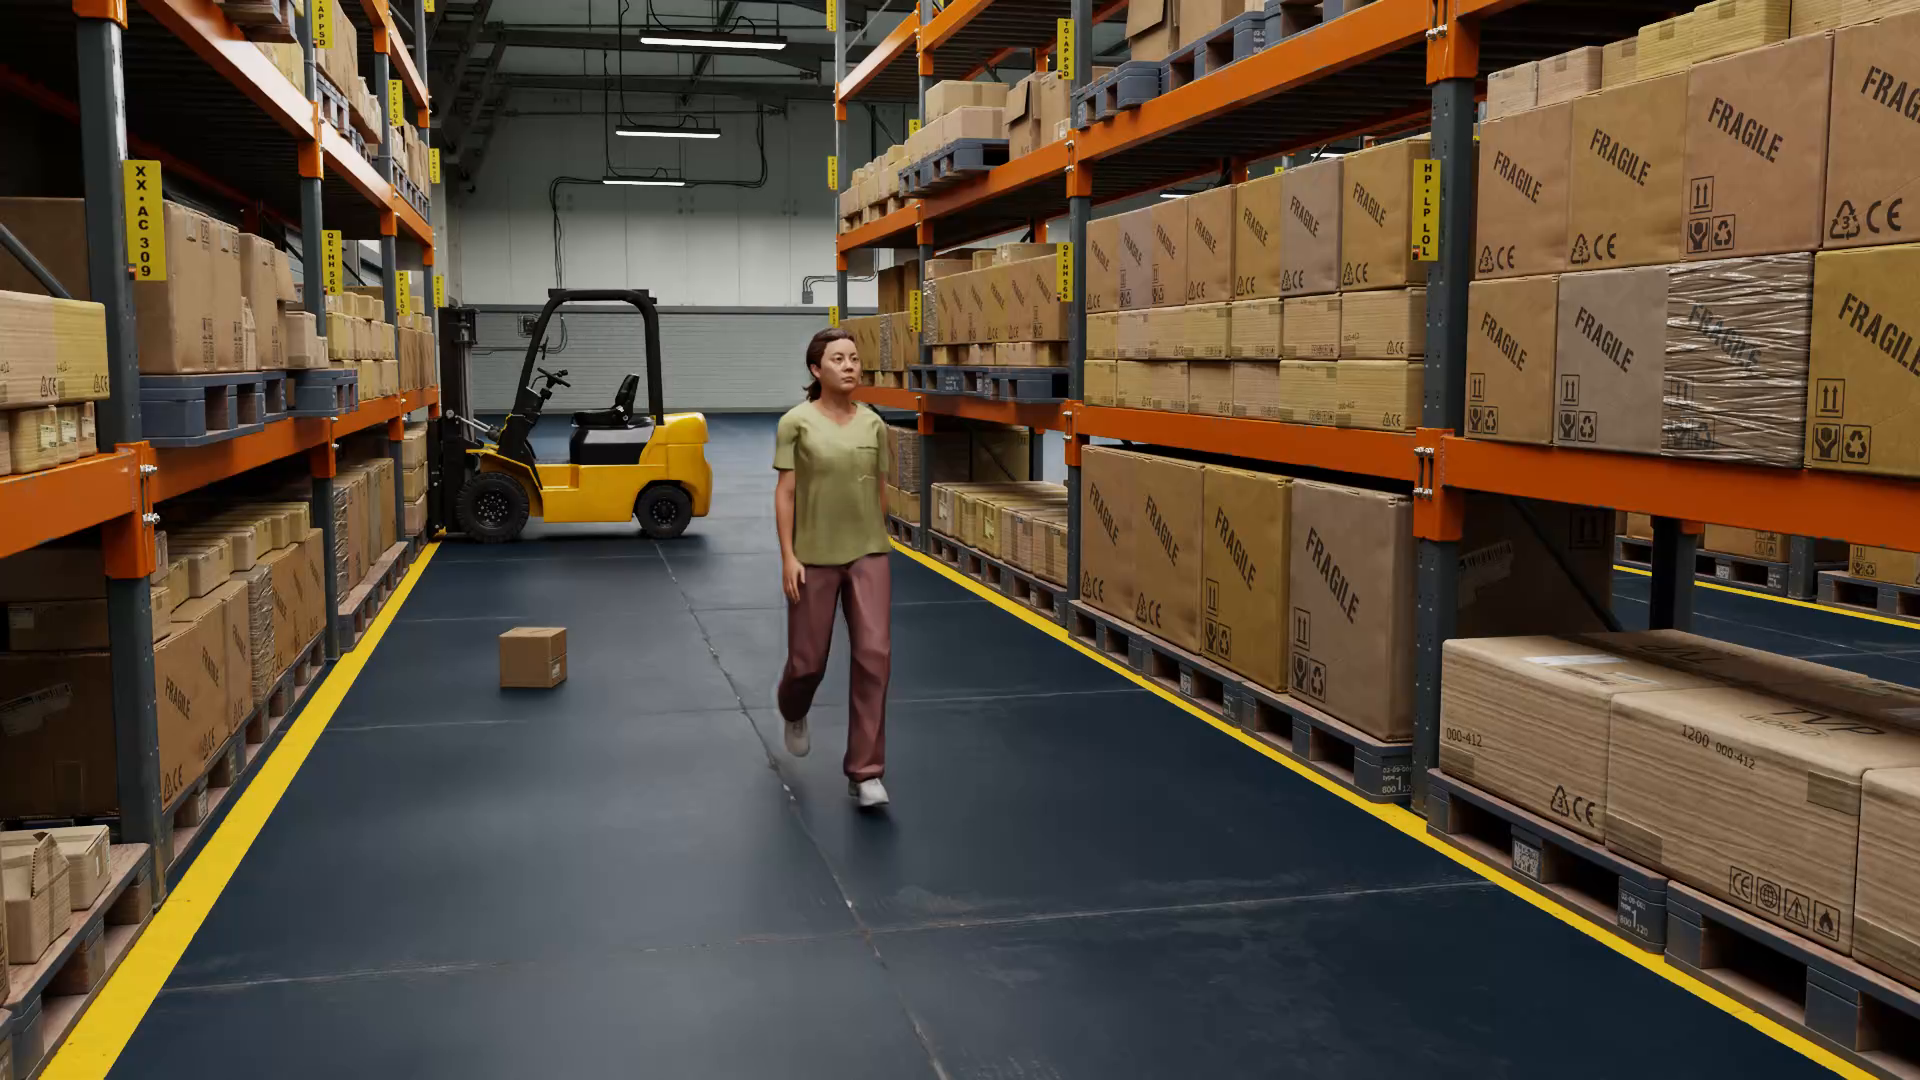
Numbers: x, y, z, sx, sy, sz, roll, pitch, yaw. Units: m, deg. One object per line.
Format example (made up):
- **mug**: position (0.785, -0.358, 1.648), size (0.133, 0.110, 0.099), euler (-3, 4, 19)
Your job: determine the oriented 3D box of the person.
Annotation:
- **person**: position (-0.449, 0.068, 5.925), size (0.438, 1.642, 0.821), euler (-2, 7, -17)
